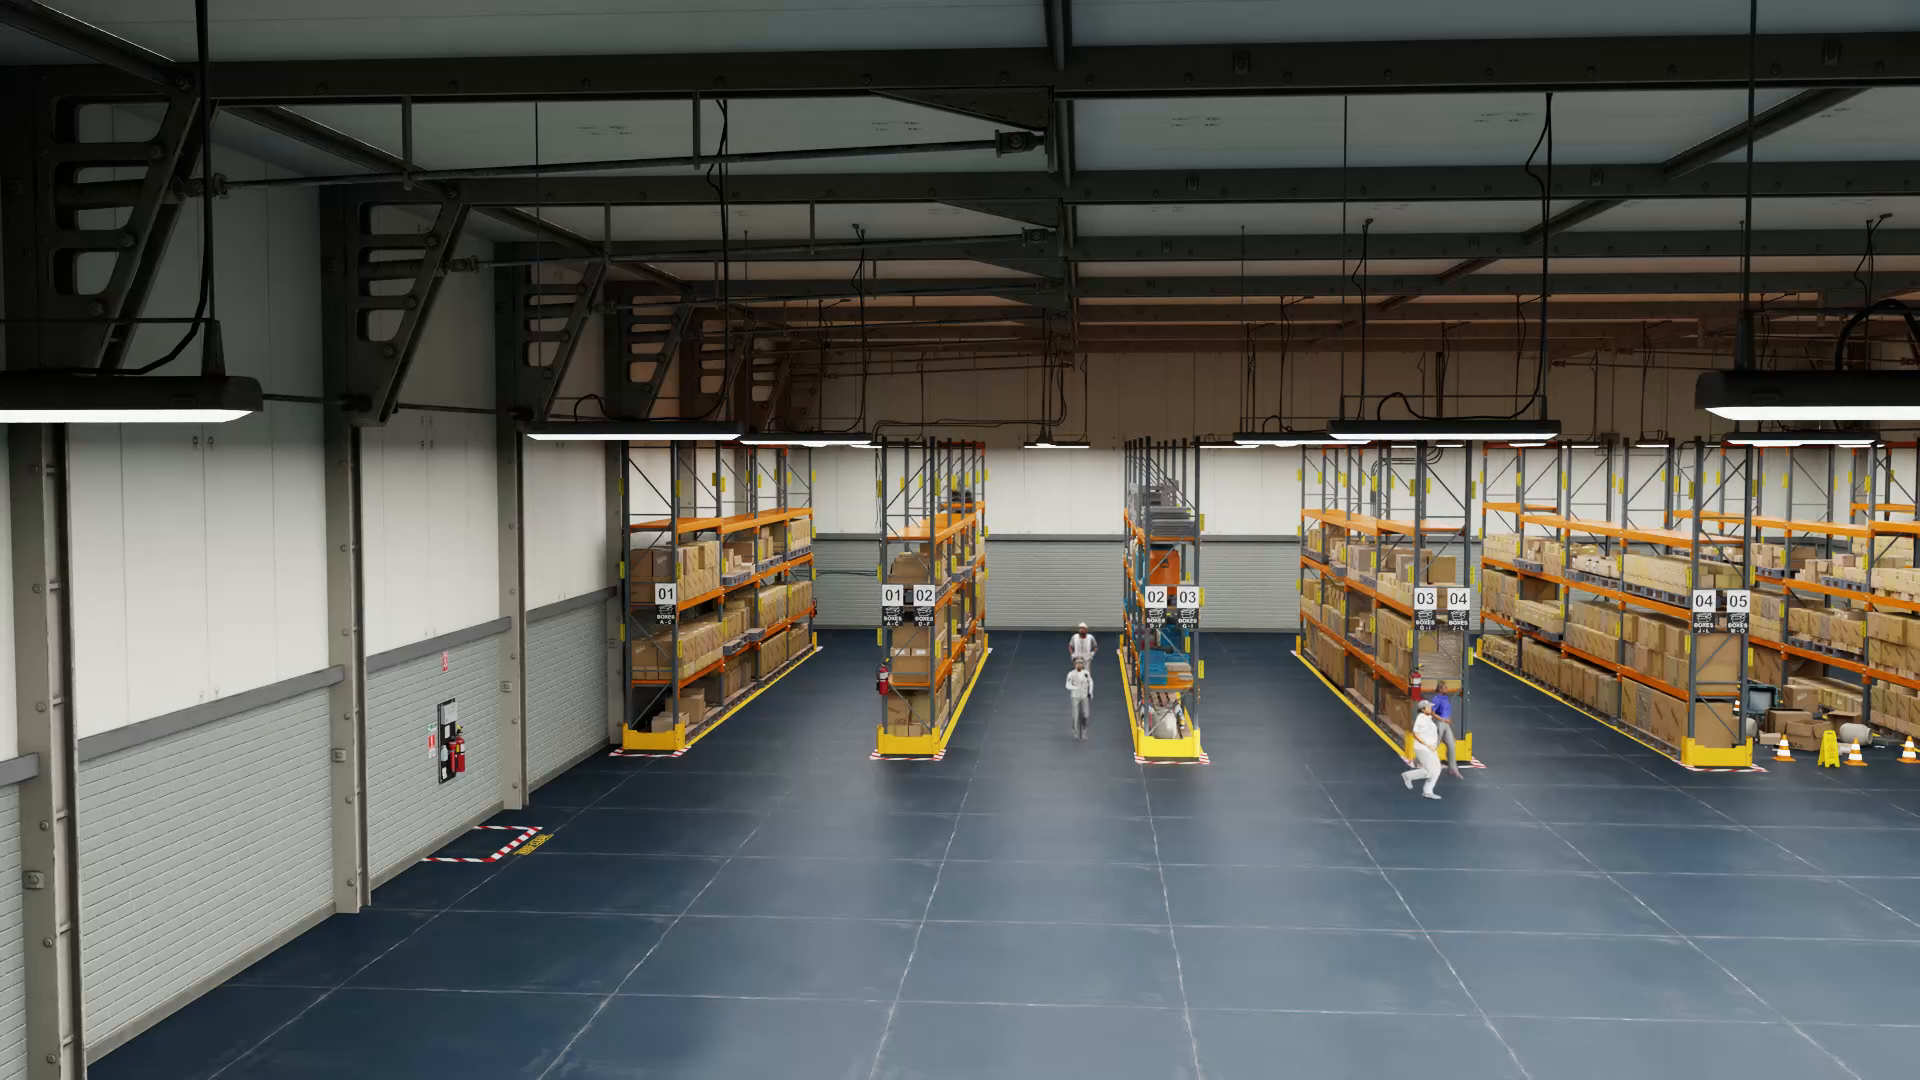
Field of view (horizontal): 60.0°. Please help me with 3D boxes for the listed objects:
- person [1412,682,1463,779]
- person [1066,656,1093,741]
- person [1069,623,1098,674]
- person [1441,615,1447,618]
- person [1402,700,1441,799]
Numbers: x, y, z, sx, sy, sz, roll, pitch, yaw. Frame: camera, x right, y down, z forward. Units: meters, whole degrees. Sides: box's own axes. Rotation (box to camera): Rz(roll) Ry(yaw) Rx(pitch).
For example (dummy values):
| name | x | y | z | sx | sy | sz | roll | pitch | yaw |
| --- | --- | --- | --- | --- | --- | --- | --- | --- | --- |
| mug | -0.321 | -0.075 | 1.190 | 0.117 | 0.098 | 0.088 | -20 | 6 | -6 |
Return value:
| name | x | y | z | sx | sy | sz | roll | pitch | yaw |
| --- | --- | --- | --- | --- | --- | --- | --- | --- | --- |
| person | 8.474 | 3.324 | 29.297 | 0.950 | 1.656 | 0.621 | 3 | 4 | 44 |
| person | 2.370 | 3.123 | 32.750 | 0.583 | 1.685 | 0.661 | 0 | 3 | -6 |
| person | 2.868 | 2.792 | 38.587 | 0.672 | 1.749 | 0.641 | 0 | 3 | 6 |
| person | 13.112 | 2.470 | 44.885 | 0.569 | 1.686 | 0.820 | 0 | 3 | 8 |
| person | 7.638 | 3.455 | 27.466 | 0.607 | 1.616 | 0.608 | 2 | 3 | 26 |
